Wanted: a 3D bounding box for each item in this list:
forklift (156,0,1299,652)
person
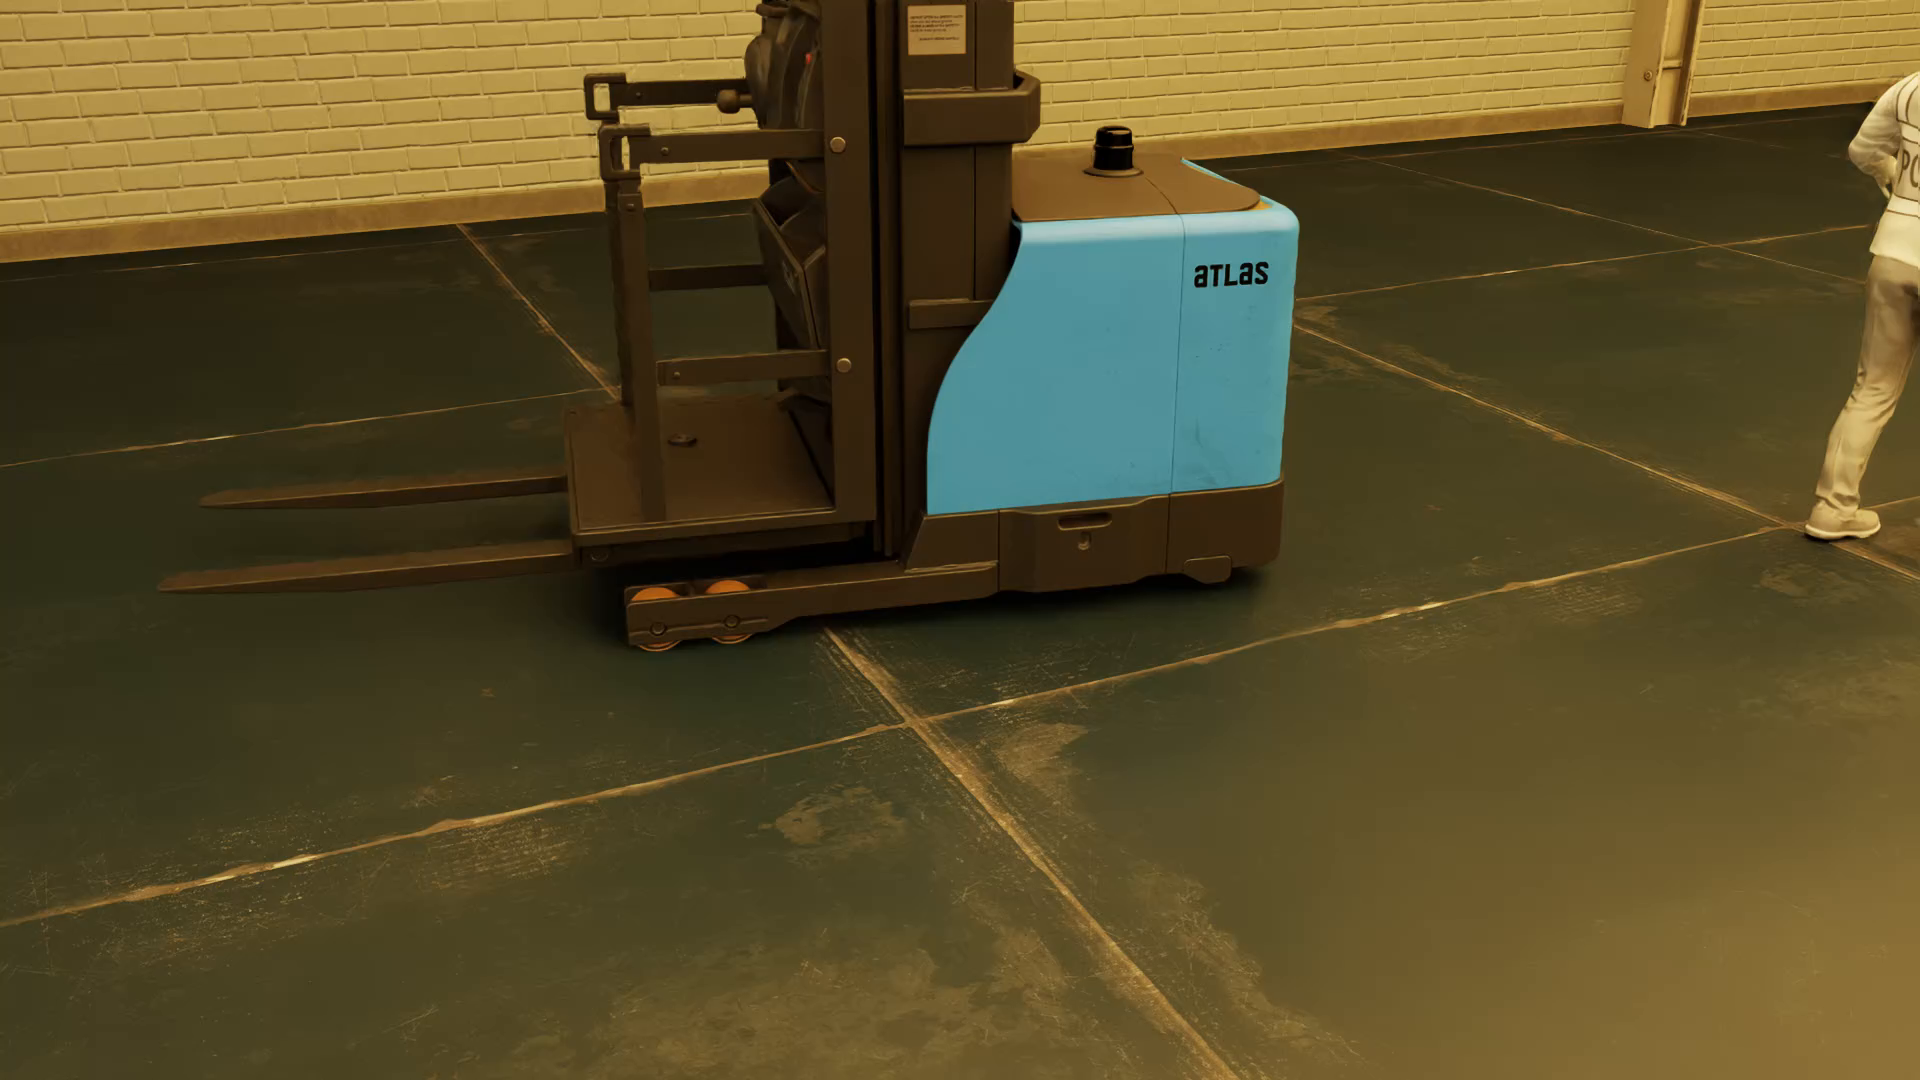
[{"bbox_3d":[-0.649,-1.281,4.371,3.031,2.935,1.130,-5,23,-13],"label":"forklift"},{"bbox_3d":[2.945,-0.766,4.858,0.660,1.667,0.919,-12,25,-26],"label":"person"}]
